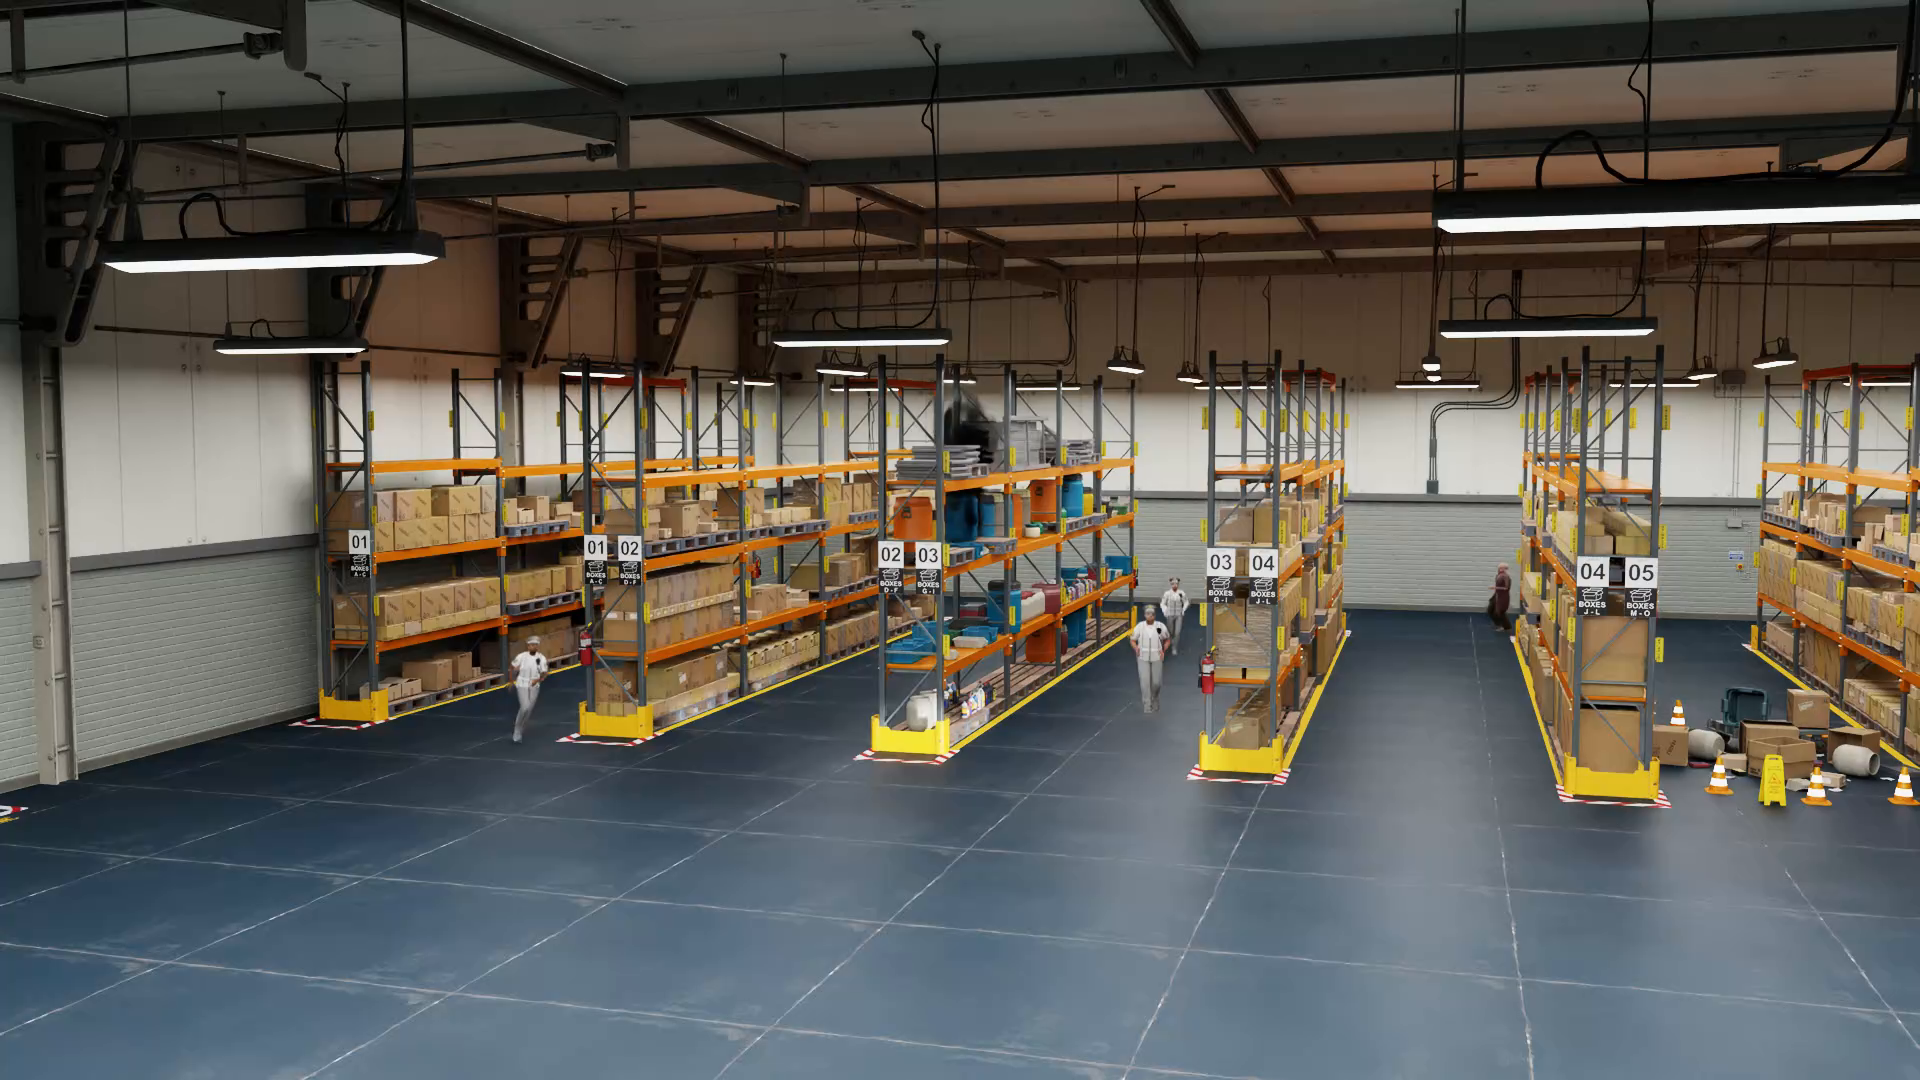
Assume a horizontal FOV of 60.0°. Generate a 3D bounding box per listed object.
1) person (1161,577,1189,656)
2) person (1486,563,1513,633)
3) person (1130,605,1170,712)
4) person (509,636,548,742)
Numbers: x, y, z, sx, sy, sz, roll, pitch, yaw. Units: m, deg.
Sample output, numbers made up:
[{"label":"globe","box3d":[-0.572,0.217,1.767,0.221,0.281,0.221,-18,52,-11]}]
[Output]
[{"label":"person","box3d":[4.632,1.630,35.835,0.617,1.665,0.661,0,4,5]},{"label":"person","box3d":[12.747,1.372,39.079,0.673,1.720,0.814,0,4,-4]},{"label":"person","box3d":[3.076,1.932,26.907,0.659,1.776,0.542,0,4,6]},{"label":"person","box3d":[-6.715,2.313,25.927,0.577,1.633,0.626,-2,4,-24]}]
